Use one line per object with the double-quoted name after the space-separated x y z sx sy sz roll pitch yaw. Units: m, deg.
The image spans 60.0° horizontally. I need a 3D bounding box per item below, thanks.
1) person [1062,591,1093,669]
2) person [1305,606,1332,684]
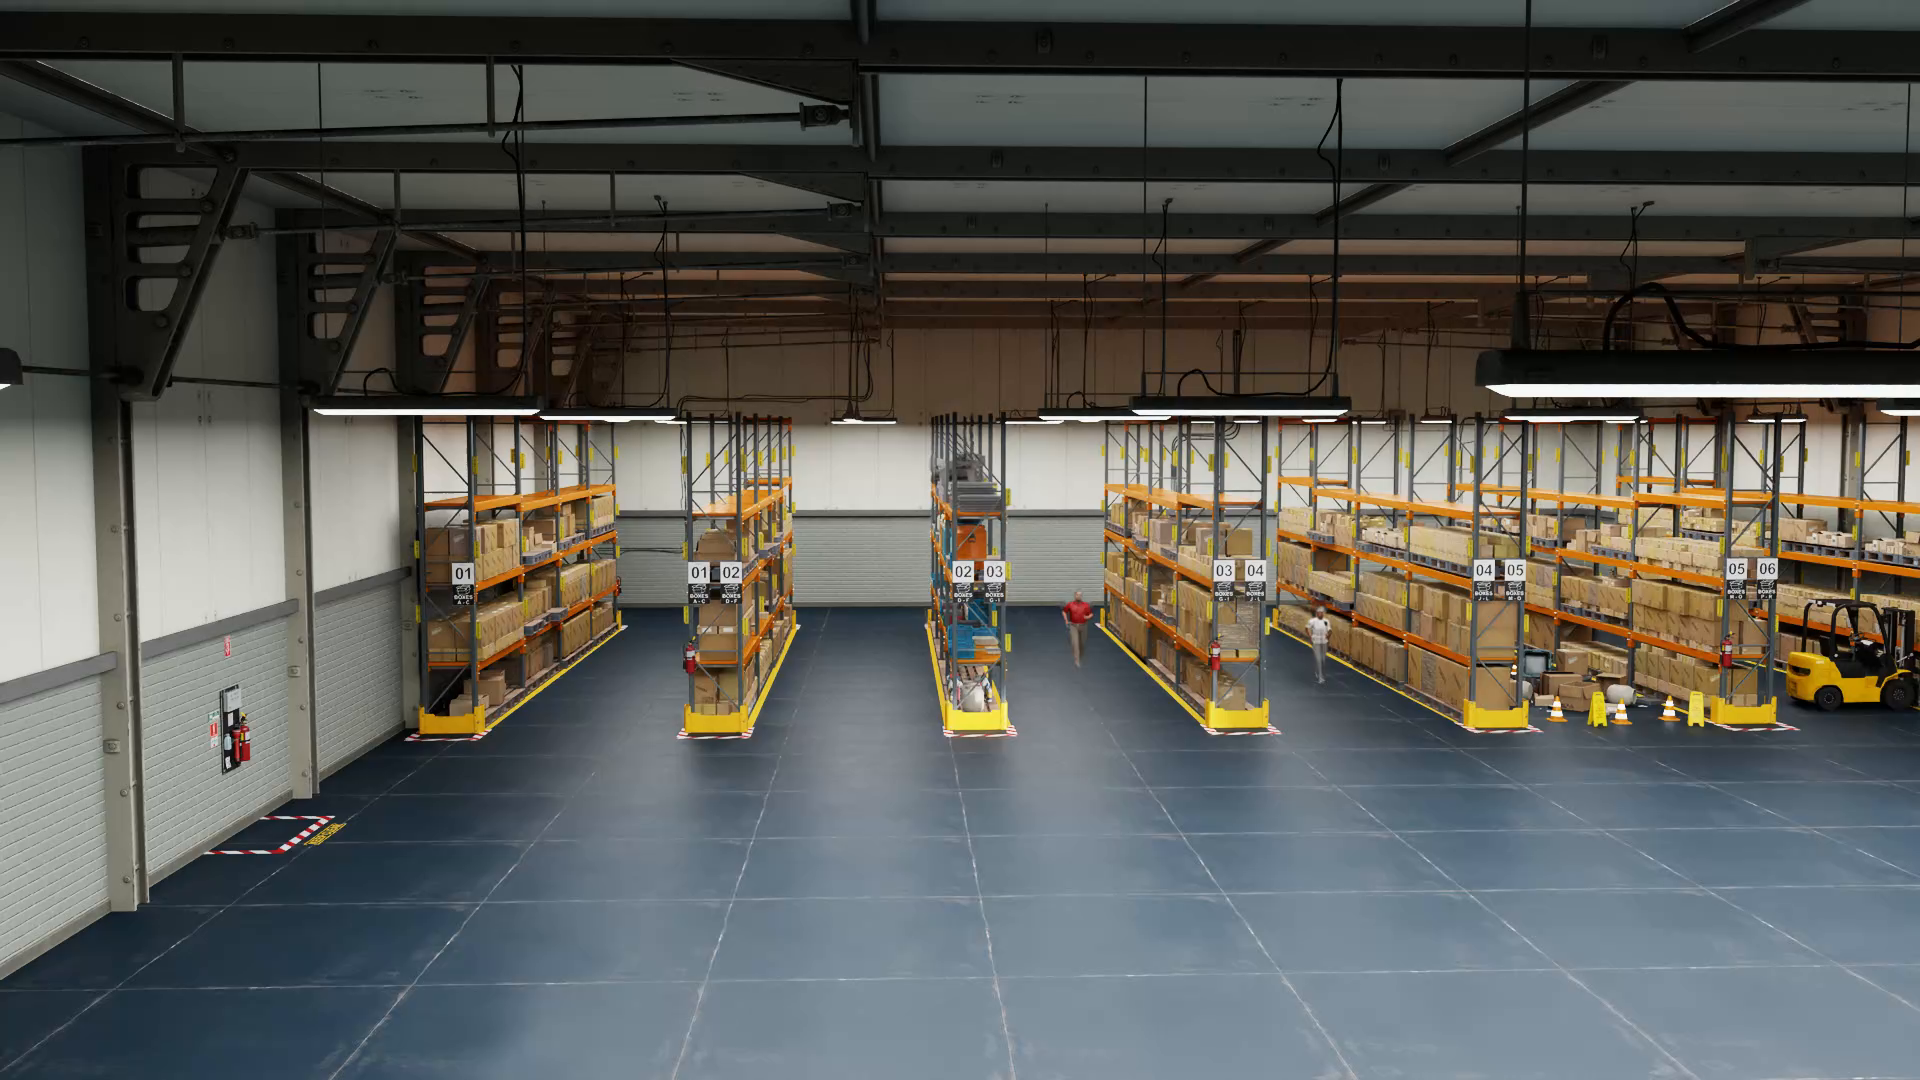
2.675 2.035 37.557 0.673 1.763 0.846 -1 4 -8 "person"
8.079 2.326 37.366 0.591 1.699 0.835 0 4 -6 "person"
